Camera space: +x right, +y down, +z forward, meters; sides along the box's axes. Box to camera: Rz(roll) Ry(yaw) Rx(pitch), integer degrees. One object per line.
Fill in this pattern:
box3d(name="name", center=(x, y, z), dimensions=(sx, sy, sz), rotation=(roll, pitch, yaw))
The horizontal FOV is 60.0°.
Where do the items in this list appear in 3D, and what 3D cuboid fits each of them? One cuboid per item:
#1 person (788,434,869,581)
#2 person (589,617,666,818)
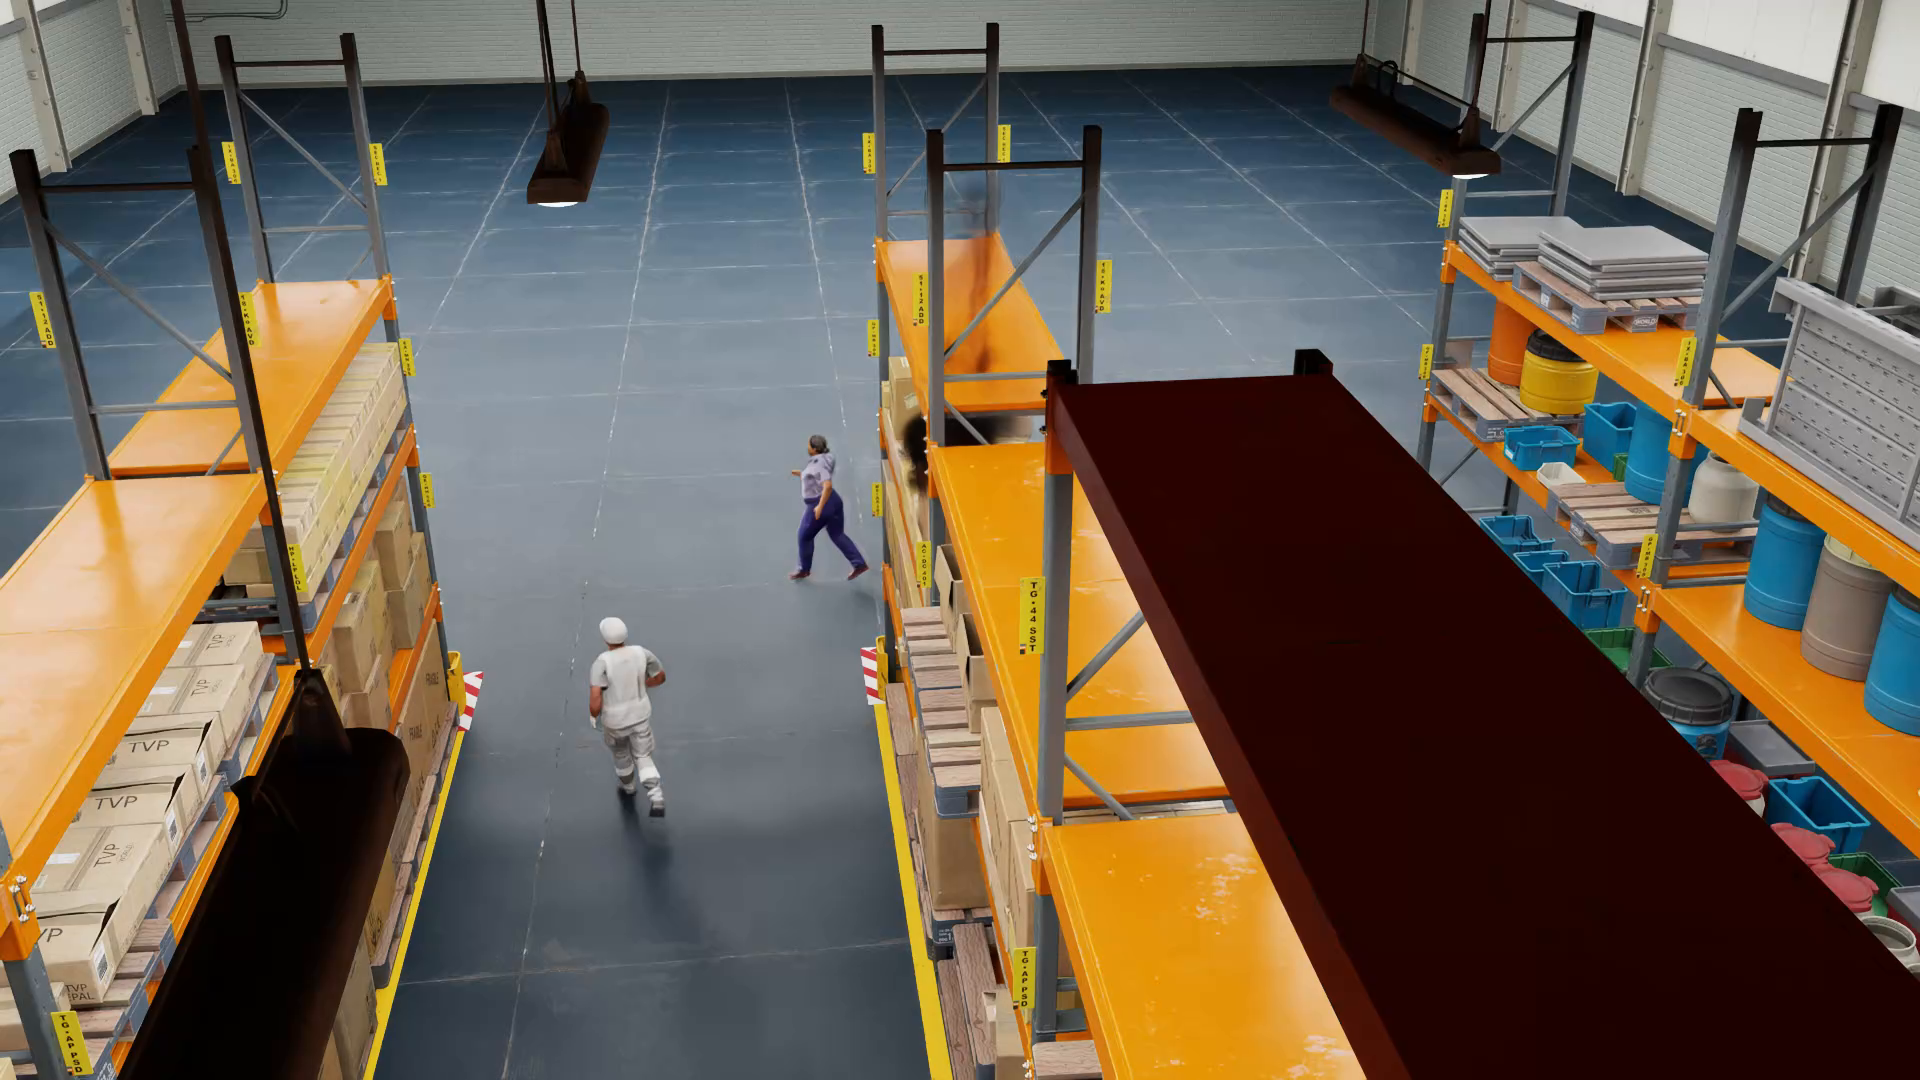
box3d(name="person", center=(-1.394, -0.303, 17.205), dimensions=(0.909, 1.656, 0.590), rotation=(12, 28, 23))
box3d(name="person", center=(-2.665, 1.451, 13.400), dimensions=(0.685, 1.774, 1.023), rotation=(-14, 29, -28))
